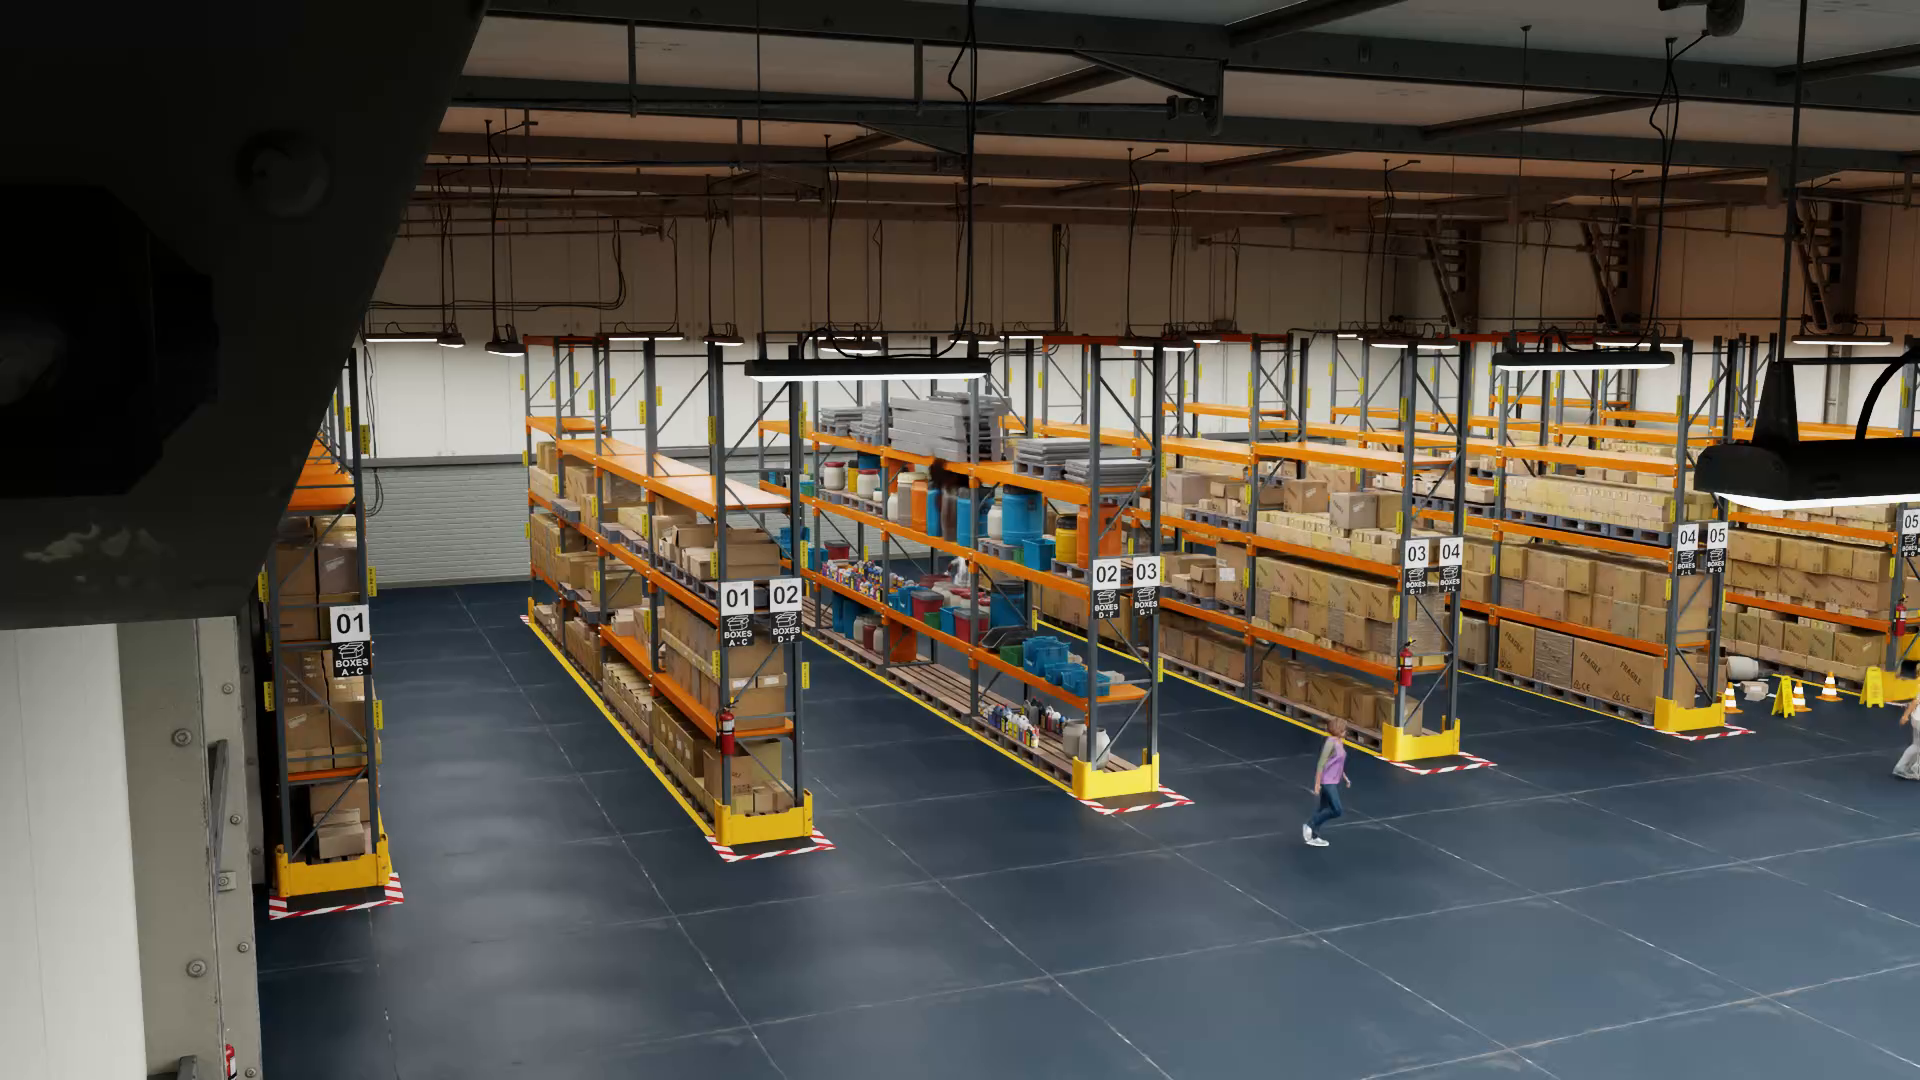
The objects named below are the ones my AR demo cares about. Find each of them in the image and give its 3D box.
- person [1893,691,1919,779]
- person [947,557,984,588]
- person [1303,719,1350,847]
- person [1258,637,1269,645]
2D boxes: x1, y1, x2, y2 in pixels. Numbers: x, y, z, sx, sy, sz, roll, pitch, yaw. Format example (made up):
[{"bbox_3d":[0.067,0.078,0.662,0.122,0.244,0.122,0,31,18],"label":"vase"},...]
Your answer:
[{"bbox_3d":[13.297,2.506,22.817,0.766,1.606,0.553,6,10,38],"label":"person"},{"bbox_3d":[0.090,0.941,34.455,0.718,1.591,1.121,-2,8,-16],"label":"person"},{"bbox_3d":[4.401,2.911,19.979,0.501,1.572,0.550,3,8,23],"label":"person"},{"bbox_3d":[6.013,1.217,32.337,0.573,1.647,0.637,-3,8,-23],"label":"person"}]
